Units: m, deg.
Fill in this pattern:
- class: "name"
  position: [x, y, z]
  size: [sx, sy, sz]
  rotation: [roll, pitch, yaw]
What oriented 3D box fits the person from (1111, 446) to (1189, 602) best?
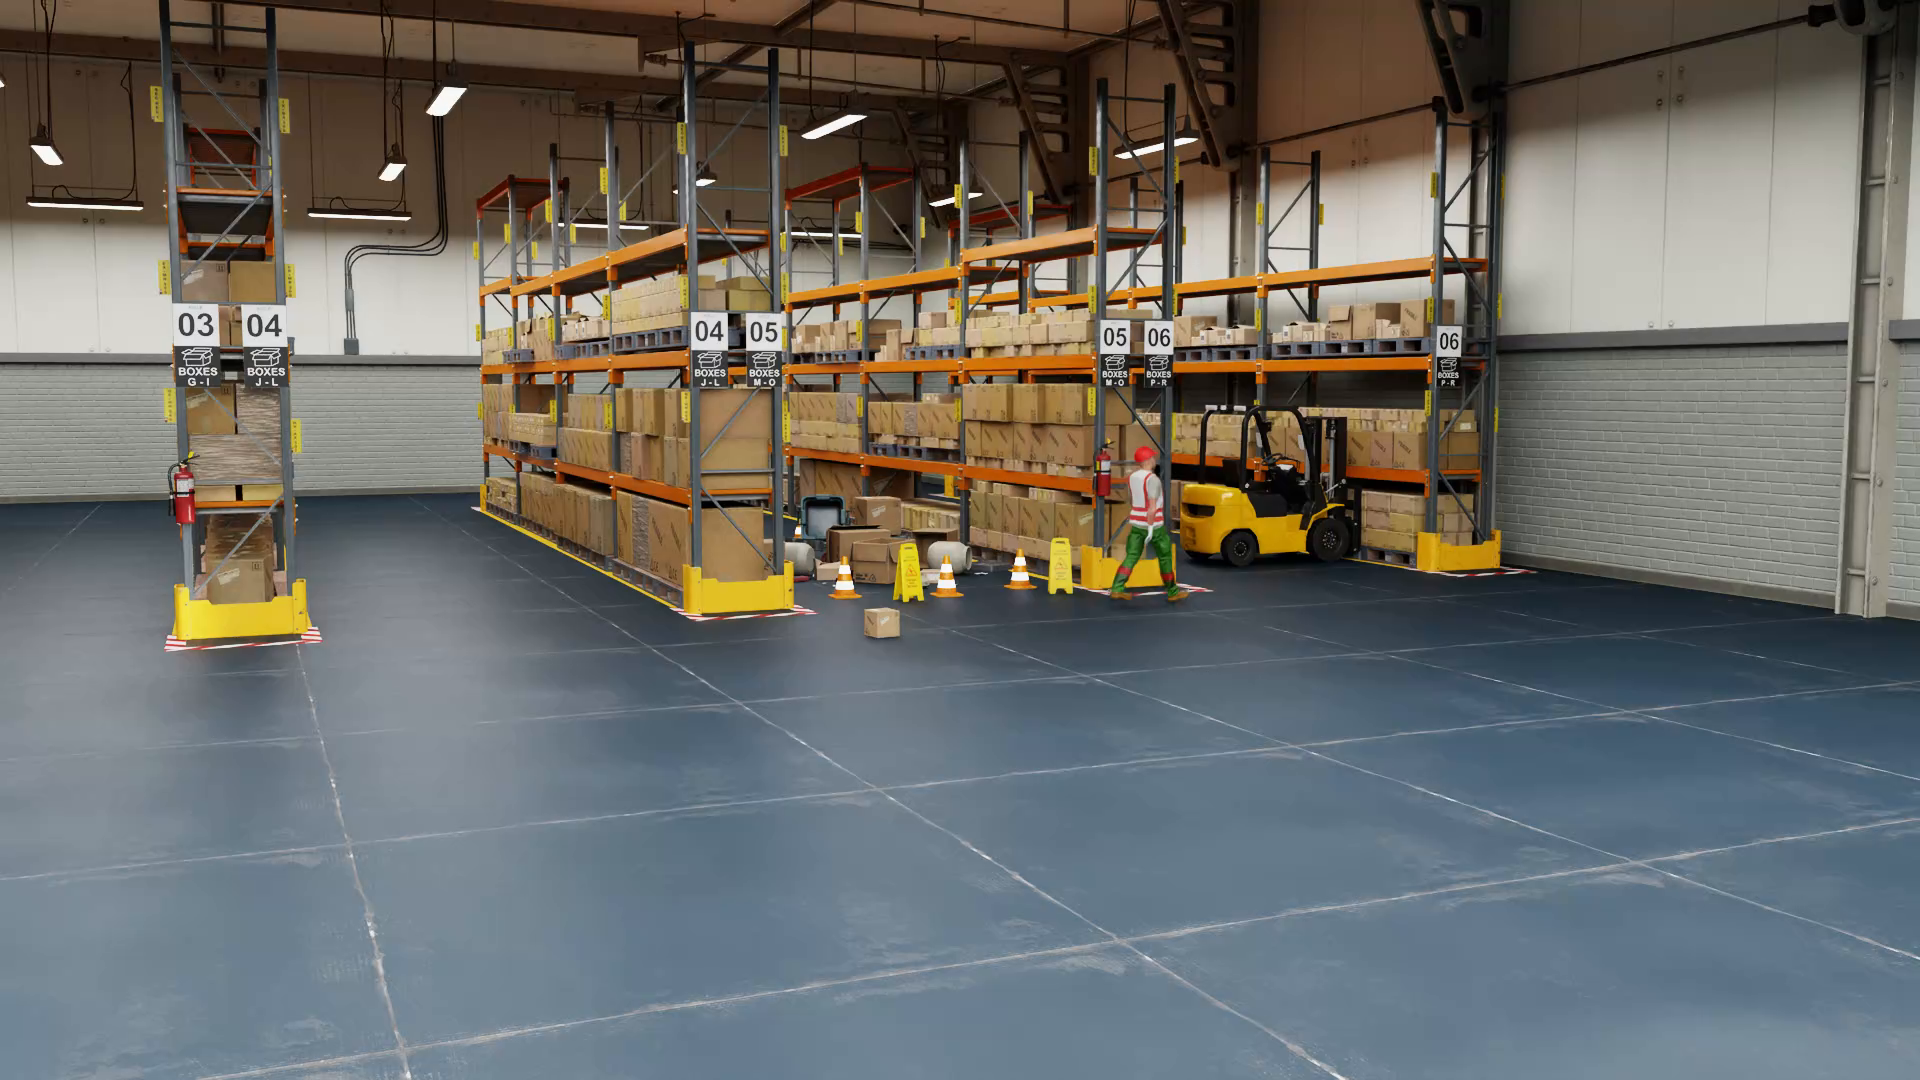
- class: "person"
  position: [2.098, -0.172, 18.445]
  size: [1.057, 1.743, 0.527]
  rotation: [-5, 7, -41]
